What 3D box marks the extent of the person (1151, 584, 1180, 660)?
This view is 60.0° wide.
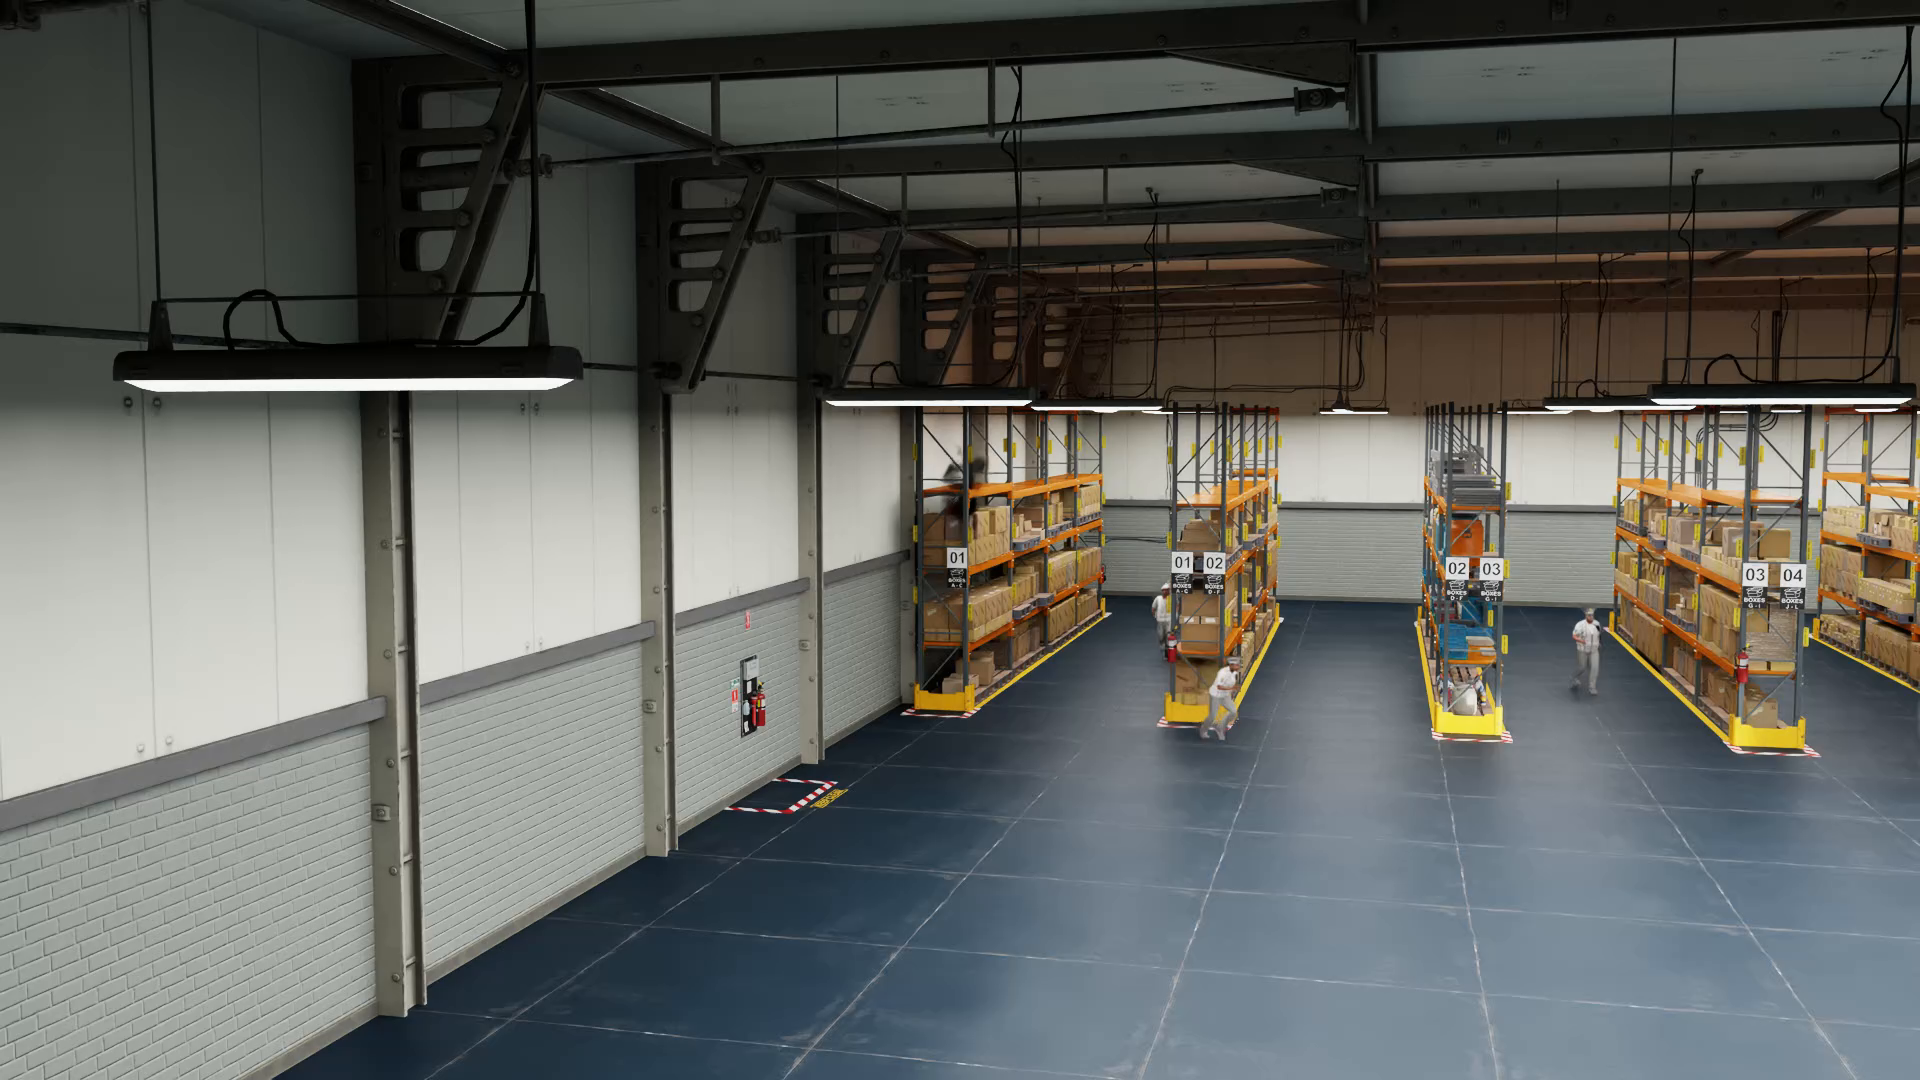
[{"bbox_3d":[4.888,1.931,39.504,0.682,1.766,0.856,0,4,7],"label":"person"}]

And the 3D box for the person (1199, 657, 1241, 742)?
[{"bbox_3d":[4.635,2.795,29.358,0.607,1.543,0.937,-4,6,-42],"label":"person"}]

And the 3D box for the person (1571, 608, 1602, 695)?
[{"bbox_3d":[13.075,2.283,34.681,0.647,1.764,0.943,0,4,0],"label":"person"}]
